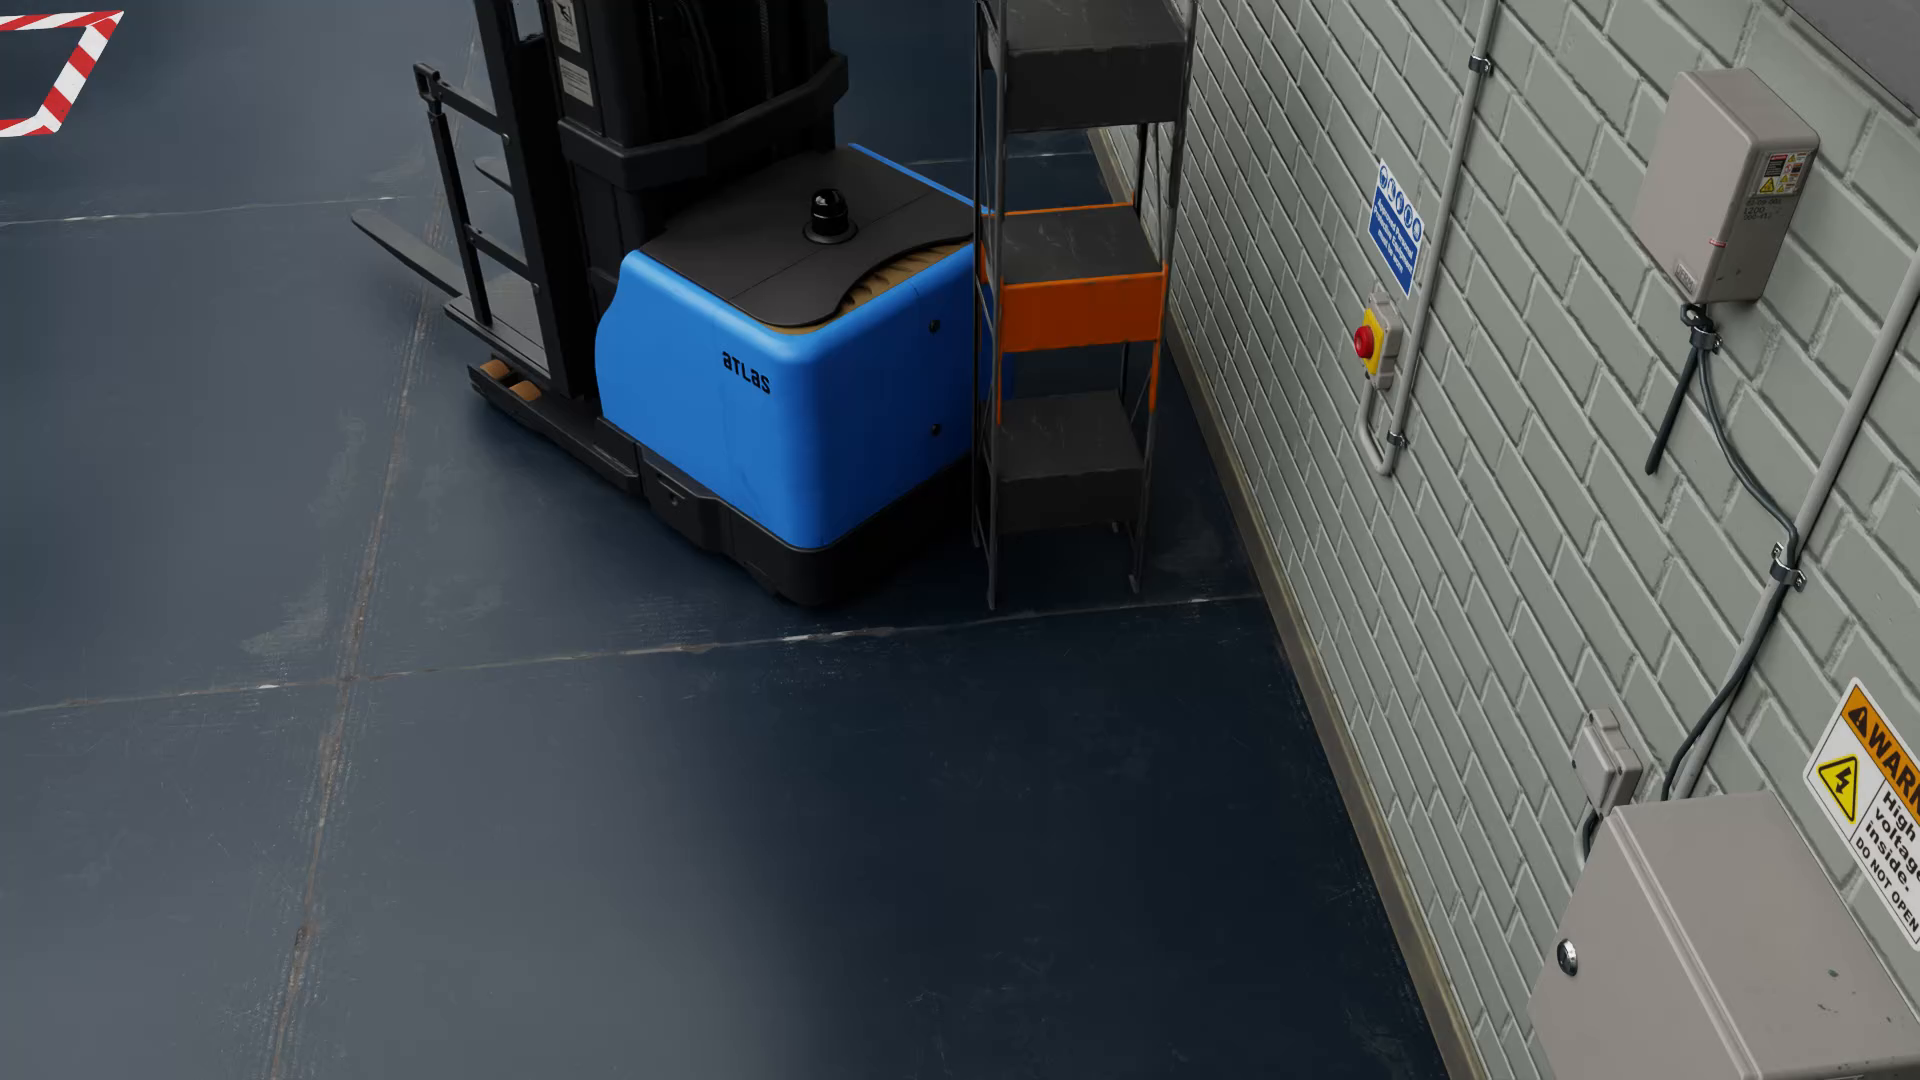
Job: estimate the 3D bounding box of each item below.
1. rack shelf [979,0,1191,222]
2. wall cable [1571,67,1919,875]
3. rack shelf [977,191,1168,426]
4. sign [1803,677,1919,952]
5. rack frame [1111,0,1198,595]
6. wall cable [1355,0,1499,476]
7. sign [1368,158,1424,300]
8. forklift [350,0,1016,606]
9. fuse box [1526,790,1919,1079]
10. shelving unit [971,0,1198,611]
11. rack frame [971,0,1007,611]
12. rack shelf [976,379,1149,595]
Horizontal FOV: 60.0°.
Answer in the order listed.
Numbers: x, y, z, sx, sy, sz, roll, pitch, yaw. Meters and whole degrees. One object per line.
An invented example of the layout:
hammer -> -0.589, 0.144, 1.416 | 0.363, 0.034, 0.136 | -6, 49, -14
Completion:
rack shelf -> 0.318, -1.213, 4.502 | 0.480, 0.518, 0.431 | -6, 42, -6
wall cable -> 1.233, -0.083, 2.844 | 0.122, 1.984, 0.588 | -5, 42, -6
rack shelf -> 0.318, -0.693, 4.971 | 0.480, 0.518, 0.431 | -6, 42, -6
sign -> 1.364, 0.400, 2.450 | 0.001, 0.242, 0.339 | -5, 42, -6
rack frame -> 0.560, -0.728, 4.989 | 0.015, 2.100, 0.400 | -6, 42, -6
wall cable -> 1.038, -1.035, 3.876 | 0.123, 1.953, 0.585 | -5, 42, -6
sign -> 1.092, -0.784, 4.178 | 0.001, 0.218, 0.327 | -5, 42, -6
forklift -> -1.212, -1.742, 5.493 | 3.031, 2.935, 1.130 | 32, 51, 31
fuse box -> 1.166, 1.240, 3.098 | 0.414, 1.711, 0.539 | -5, 42, -6
shelving unit -> 0.318, -0.703, 4.962 | 0.503, 2.100, 0.431 | -6, 42, -6
rack frame -> 0.077, -0.678, 4.934 | 0.015, 2.100, 0.400 | -6, 42, -6
rack shelf -> 0.318, -0.173, 5.440 | 0.480, 0.518, 0.431 | -6, 42, -6
